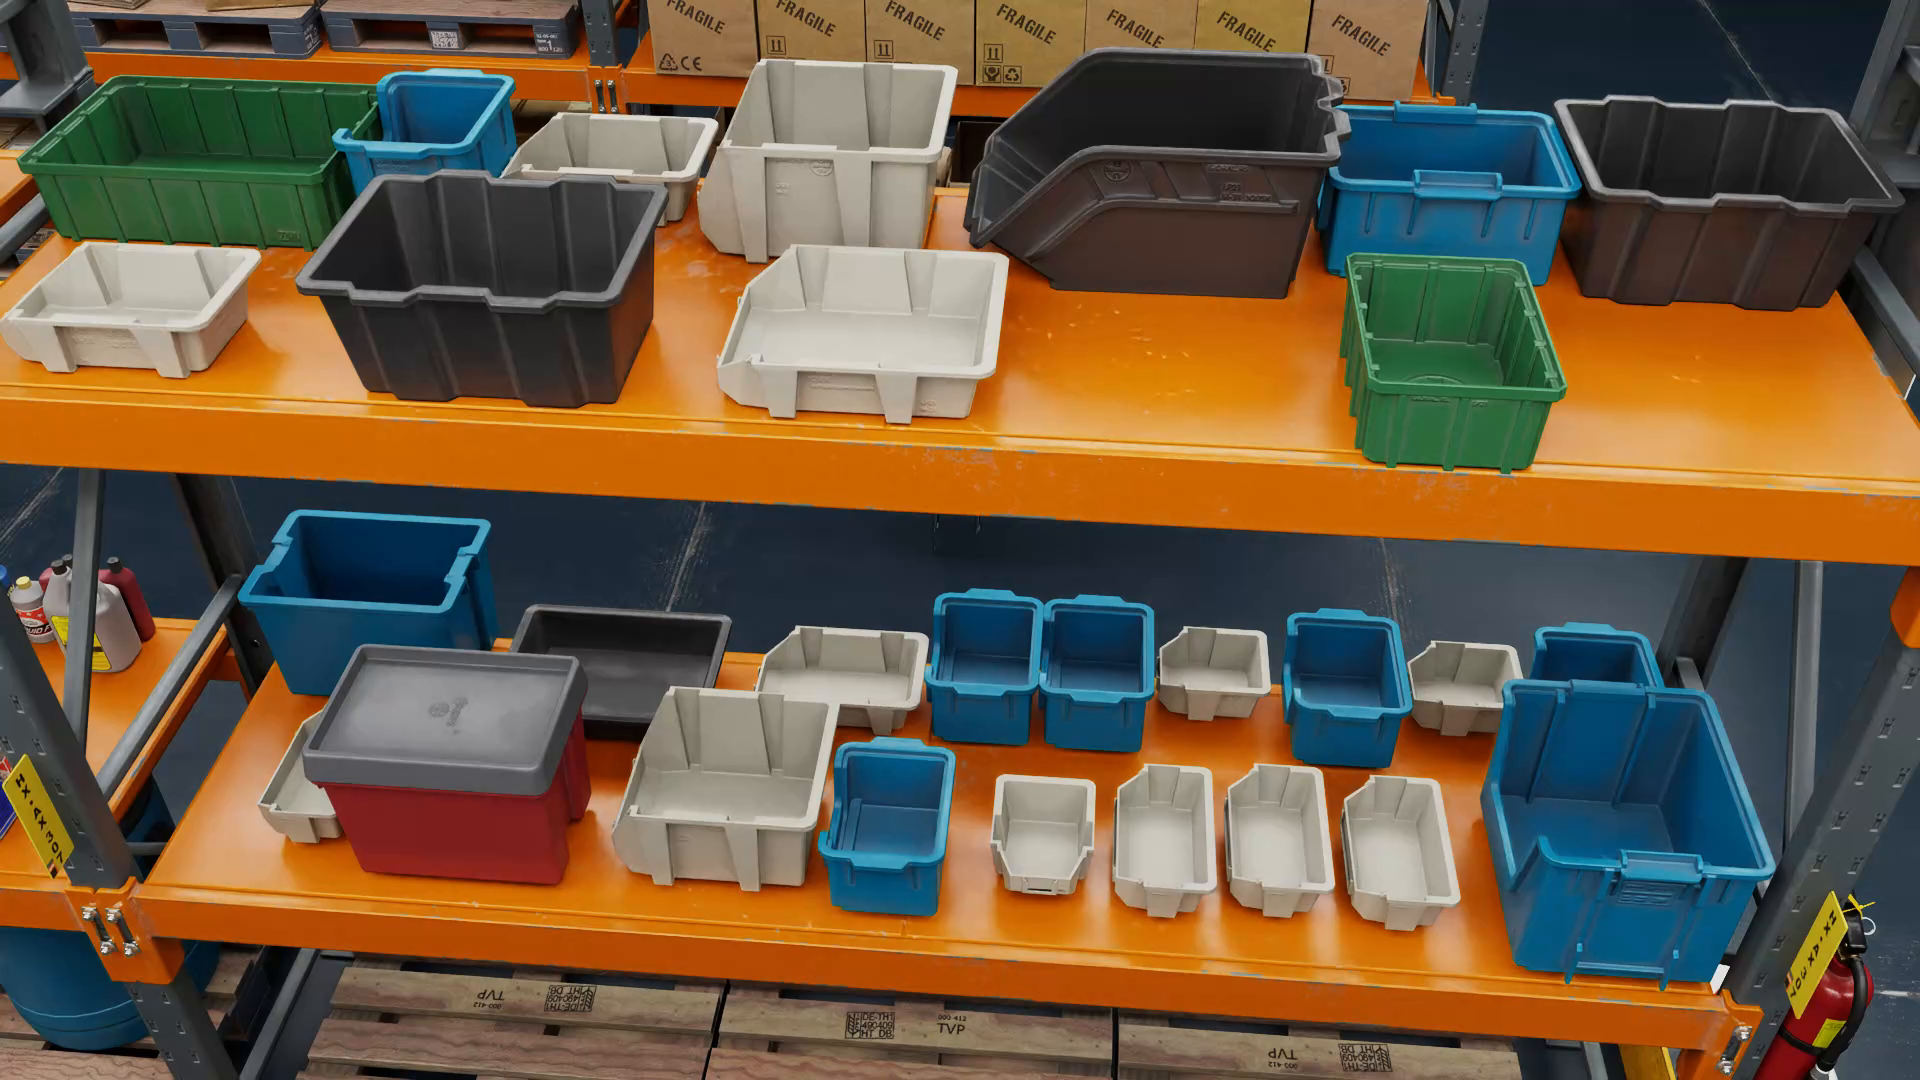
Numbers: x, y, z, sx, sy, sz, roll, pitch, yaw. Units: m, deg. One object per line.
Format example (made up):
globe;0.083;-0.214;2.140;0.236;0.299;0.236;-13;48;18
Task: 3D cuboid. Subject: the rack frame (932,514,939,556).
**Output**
rack frame;-0.106;-0.471;6.878;0.006;1.200;0.240;3;39;4

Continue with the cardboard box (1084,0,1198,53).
cardboard box;0.844;-2.439;7.791;0.500;0.500;0.500;3;39;4

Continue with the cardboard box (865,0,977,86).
cardboard box;-0.165;-2.494;7.858;0.500;0.500;0.500;3;39;4

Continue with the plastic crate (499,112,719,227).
plastic crate;-0.789;-0.825;3.720;0.466;0.136;0.293;3;39;4

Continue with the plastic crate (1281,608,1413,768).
plastic crate;1.023;0.410;4.455;0.300;0.233;0.416;3;39;4

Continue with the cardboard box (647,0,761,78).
cardboard box;-1.173;-2.548;7.925;0.500;0.500;0.500;4;39;5

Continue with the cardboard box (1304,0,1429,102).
cardboard box;1.858;-2.383;7.722;0.500;0.500;0.500;4;39;5

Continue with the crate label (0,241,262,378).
crate label;-1.626;-0.446;3.255;0.466;0.136;0.293;3;39;4

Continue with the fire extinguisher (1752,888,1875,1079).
fire extinguisher;2.008;1.093;3.888;0.183;0.674;0.296;3;39;4

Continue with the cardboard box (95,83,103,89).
cardboard box;-4.634;-2.515;9.001;0.500;0.250;0.500;5;39;6

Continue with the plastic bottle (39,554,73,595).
plastic bottle;-2.550;0.156;4.774;0.133;0.283;0.061;3;39;4

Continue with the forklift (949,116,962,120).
forklift;0.024;-4.103;9.968;3.031;2.935;1.130;4;39;4

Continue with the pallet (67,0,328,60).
pallet;-3.705;-2.749;8.403;1.213;0.211;1.003;3;39;4

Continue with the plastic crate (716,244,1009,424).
plastic crate;-0.184;-0.393;3.190;0.530;0.136;0.437;3;39;4

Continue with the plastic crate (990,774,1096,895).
plastic crate;0.205;0.744;4.121;0.250;0.136;0.298;3;39;4

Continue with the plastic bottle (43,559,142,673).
plastic bottle;-2.452;0.201;4.667;0.185;0.351;0.144;3;39;4

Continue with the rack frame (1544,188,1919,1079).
rack frame;1.896;0.624;4.107;0.127;3.000;1.000;3;39;4

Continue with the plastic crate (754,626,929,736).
plastic crate;-0.328;0.391;4.554;0.466;0.136;0.293;3;39;4

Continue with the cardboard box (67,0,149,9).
cardboard box;-4.111;-2.995;8.141;0.500;0.500;0.700;10;40;12

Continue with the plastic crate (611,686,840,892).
plastic crate;-0.583;0.628;4.148;0.530;0.282;0.437;3;39;4

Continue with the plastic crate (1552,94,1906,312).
plastic crate;1.537;-0.684;3.442;0.590;0.269;0.497;3;39;4

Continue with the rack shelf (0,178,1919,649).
rack shelf;-0.096;-0.369;3.521;4.000;0.370;1.077;3;39;4

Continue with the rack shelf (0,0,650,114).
rack shelf;-3.650;-2.538;8.562;4.000;0.370;1.077;3;39;4

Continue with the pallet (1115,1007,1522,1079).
pallet;1.078;1.637;5.072;1.213;0.211;1.003;3;39;4

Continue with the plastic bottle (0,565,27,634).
plastic bottle;-2.764;0.161;4.778;0.097;0.271;0.097;0;39;0

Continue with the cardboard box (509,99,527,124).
cardboard box;-2.651;-2.111;9.099;0.500;0.500;0.500;4;39;4

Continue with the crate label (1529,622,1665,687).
crate label;1.679;0.446;4.411;0.303;0.233;0.416;3;39;4

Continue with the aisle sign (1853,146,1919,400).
aisle sign;1.994;-0.567;3.511;0.004;0.787;0.394;3;39;4

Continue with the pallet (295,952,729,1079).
pallet;-1.353;1.504;5.235;1.213;0.211;1.003;3;39;4

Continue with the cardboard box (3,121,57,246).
cardboard box;-4.692;-1.898;8.837;0.500;0.500;0.500;2;39;2

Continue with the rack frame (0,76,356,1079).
rack frame;-2.089;0.407;4.374;0.127;3.000;1.000;3;39;4

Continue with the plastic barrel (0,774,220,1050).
plastic barrel;-2.629;1.017;4.954;0.708;0.901;0.600;3;39;4

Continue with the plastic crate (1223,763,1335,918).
plastic crate;0.781;0.748;4.116;0.243;0.136;0.396;3;39;4

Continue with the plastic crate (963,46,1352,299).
plastic crate;0.398;-0.771;3.494;0.767;0.338;0.504;3;39;4

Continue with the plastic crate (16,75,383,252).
plastic crate;-1.640;-0.842;3.699;0.662;0.188;0.450;3;39;4

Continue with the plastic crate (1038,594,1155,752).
plastic crate;0.367;0.374;4.500;0.300;0.233;0.416;3;39;4

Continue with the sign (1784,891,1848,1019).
sign;1.865;0.908;3.629;0.005;0.325;0.100;3;39;4

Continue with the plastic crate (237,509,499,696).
plastic crate;-1.594;0.200;4.593;0.575;0.384;0.392;3;39;4

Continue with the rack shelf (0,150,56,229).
rack shelf;-4.081;-0.587;3.788;4.000;0.370;1.077;3;39;4

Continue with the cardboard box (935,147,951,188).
cardboard box;-0.318;-1.943;9.042;0.500;0.311;0.500;3;39;4

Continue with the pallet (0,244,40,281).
pallet;-4.902;-1.780;9.270;1.213;0.211;1.003;3;39;4

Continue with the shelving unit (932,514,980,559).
shelving unit;-0.014;-0.466;6.872;0.189;1.200;0.258;3;39;4

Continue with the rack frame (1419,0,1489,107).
rack frame;2.328;-2.491;7.934;0.127;3.000;1.000;3;39;4
